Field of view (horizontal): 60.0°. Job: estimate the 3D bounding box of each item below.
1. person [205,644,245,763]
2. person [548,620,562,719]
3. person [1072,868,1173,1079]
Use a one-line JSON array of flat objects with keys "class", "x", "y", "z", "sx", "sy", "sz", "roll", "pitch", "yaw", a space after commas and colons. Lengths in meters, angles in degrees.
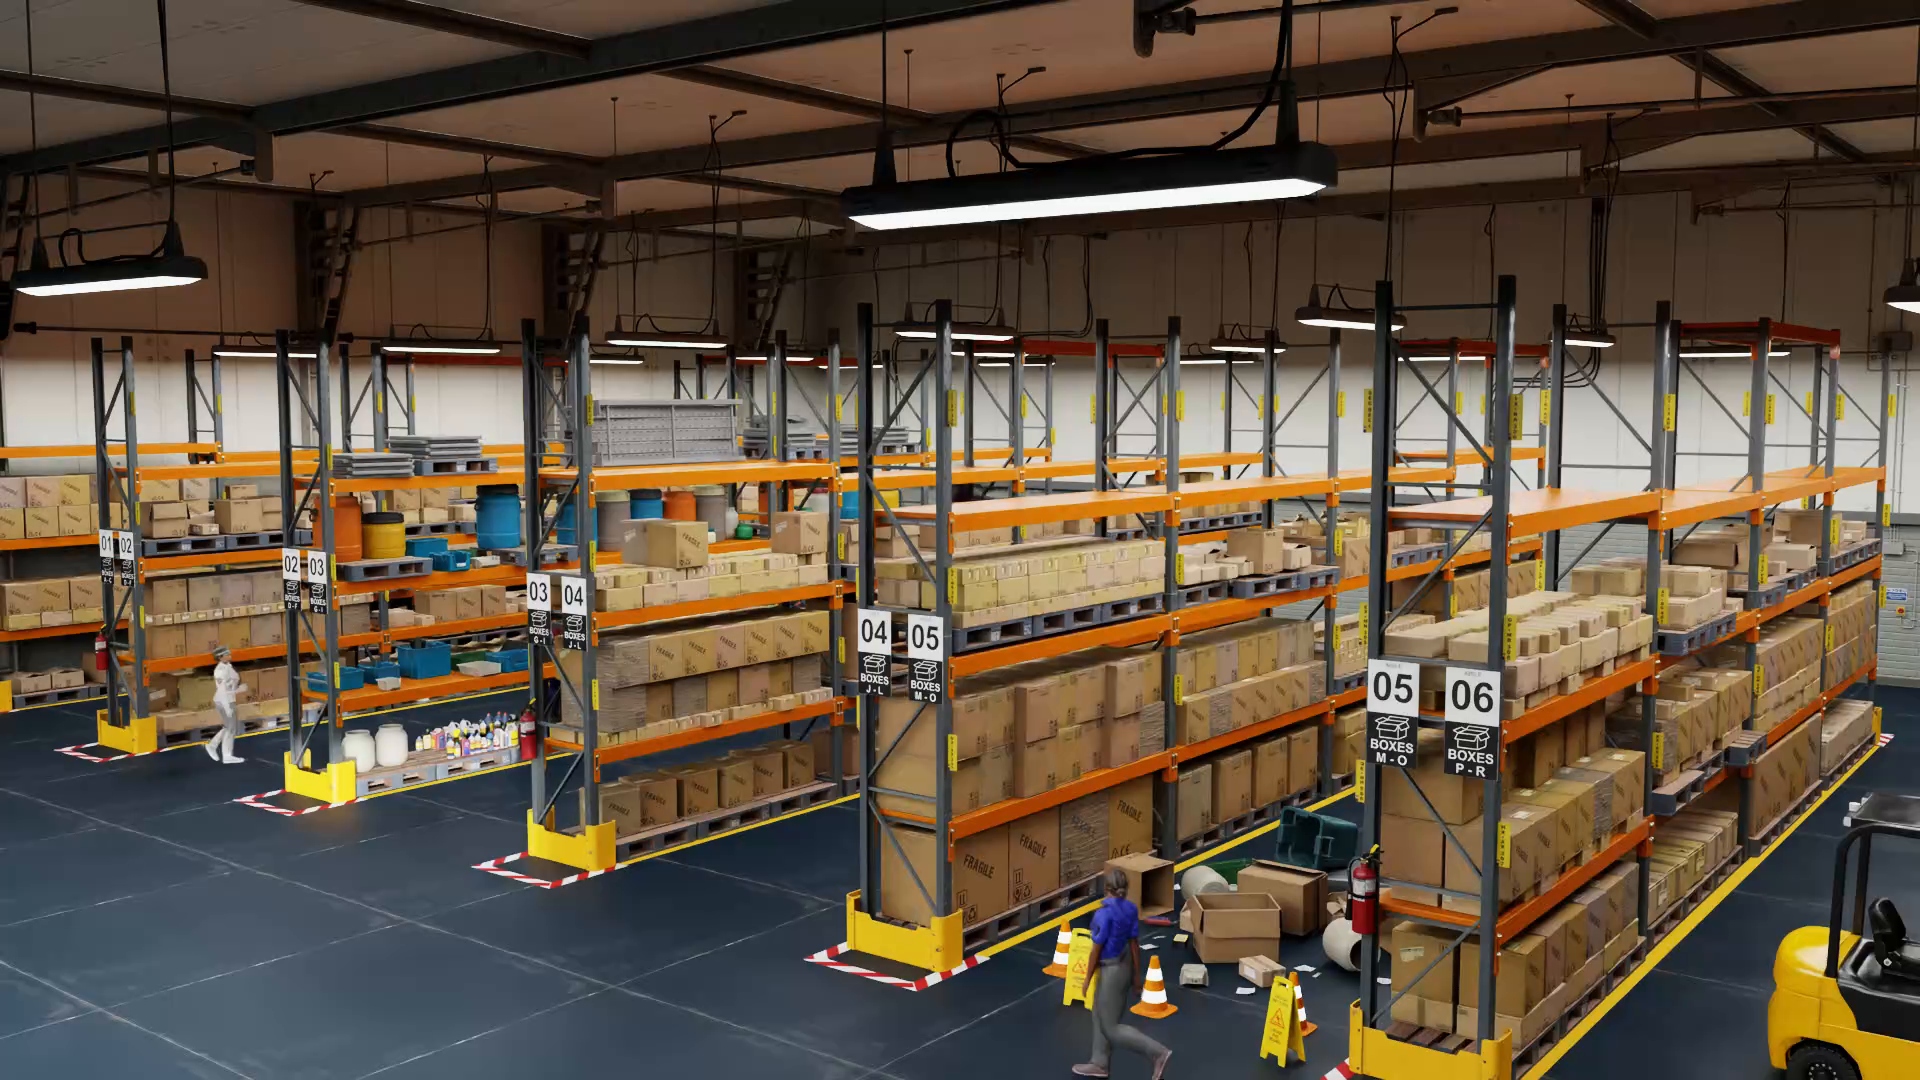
[{"class": "person", "x": -10.295, "y": 2.289, "z": 23.230, "sx": 0.501, "sy": 1.683, "sz": 0.491, "roll": -3, "pitch": 6, "yaw": -28}, {"class": "person", "x": -6.486, "y": 2.030, "z": 26.495, "sx": 0.476, "sy": 1.638, "sz": 0.485, "roll": -2, "pitch": 5, "yaw": -18}, {"class": "person", "x": 1.214, "y": 3.267, "z": 12.441, "sx": 0.794, "sy": 1.641, "sz": 0.417, "roll": 1, "pitch": 5, "yaw": 15}]
